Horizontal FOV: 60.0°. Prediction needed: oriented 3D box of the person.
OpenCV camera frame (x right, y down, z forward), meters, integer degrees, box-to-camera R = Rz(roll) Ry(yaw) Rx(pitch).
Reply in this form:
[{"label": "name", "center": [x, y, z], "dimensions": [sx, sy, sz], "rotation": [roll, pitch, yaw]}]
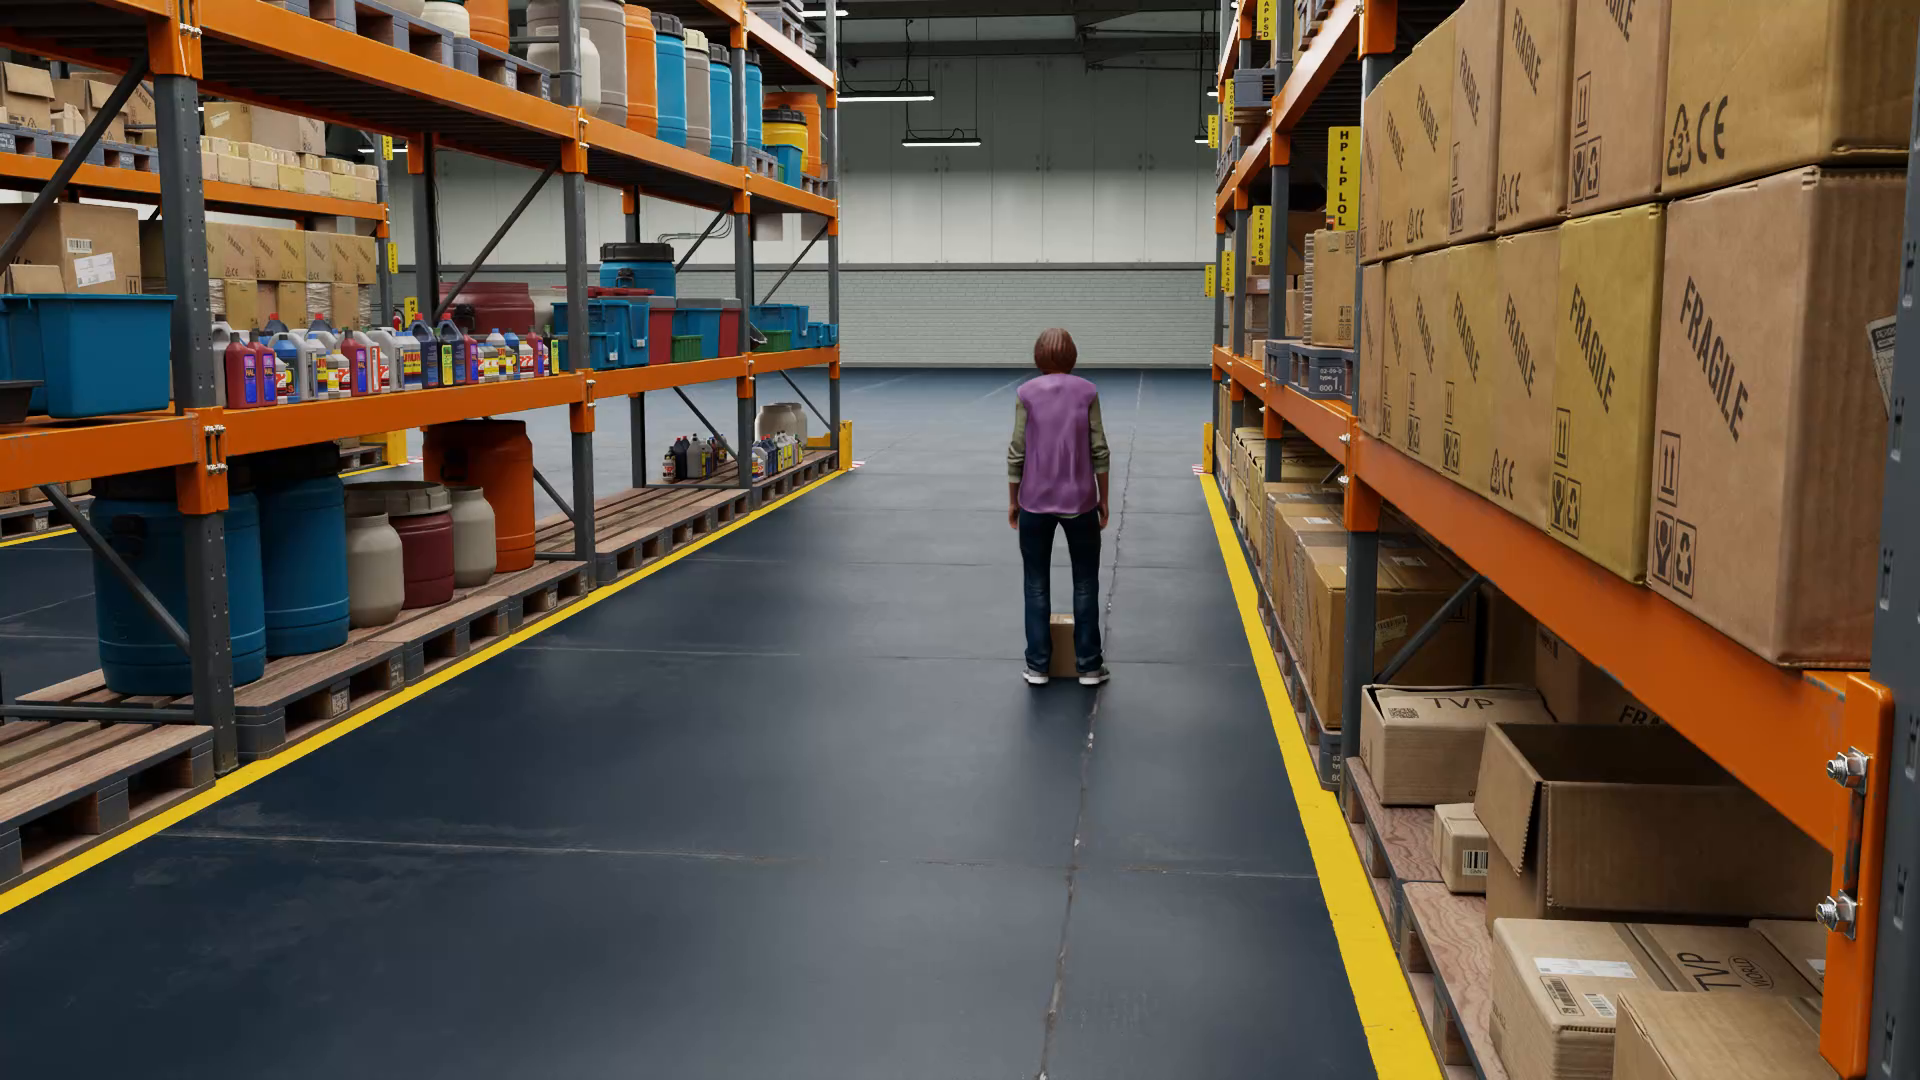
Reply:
[{"label": "person", "center": [0.441, -0.026, 7.421], "dimensions": [0.470, 1.351, 0.328], "rotation": [1, 8, 4]}]
